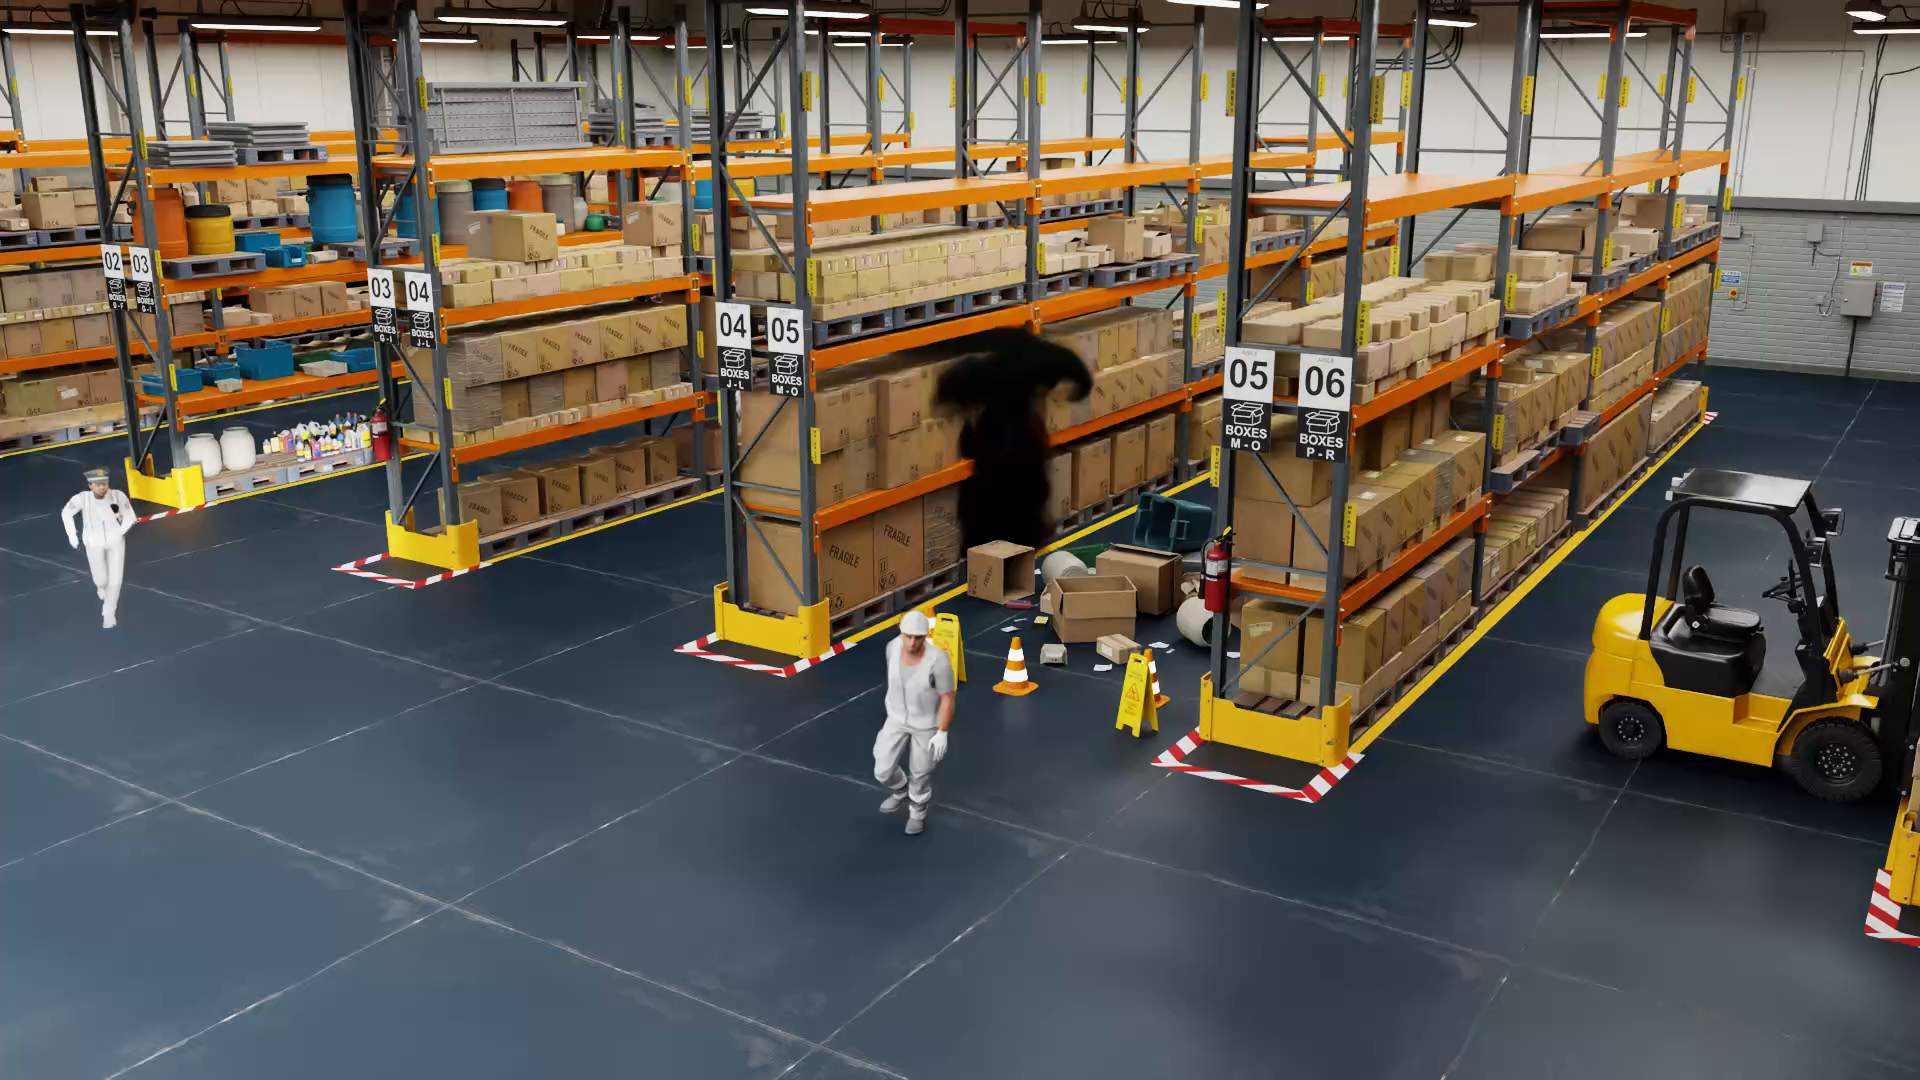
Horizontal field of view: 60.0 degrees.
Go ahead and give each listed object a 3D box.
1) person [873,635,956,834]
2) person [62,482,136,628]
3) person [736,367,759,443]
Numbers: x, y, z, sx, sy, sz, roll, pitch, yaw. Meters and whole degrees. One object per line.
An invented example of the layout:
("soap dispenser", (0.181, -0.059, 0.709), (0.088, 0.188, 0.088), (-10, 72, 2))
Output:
("person", (-0.308, 1.353, 11.514), (0.658, 1.514, 0.548), (6, 17, 21))
("person", (-8.298, 0.073, 16.110), (0.619, 1.570, 0.644), (-10, 18, -32))
("person", (-2.399, -1.225, 19.116), (0.523, 1.609, 0.788), (6, 17, 21))
